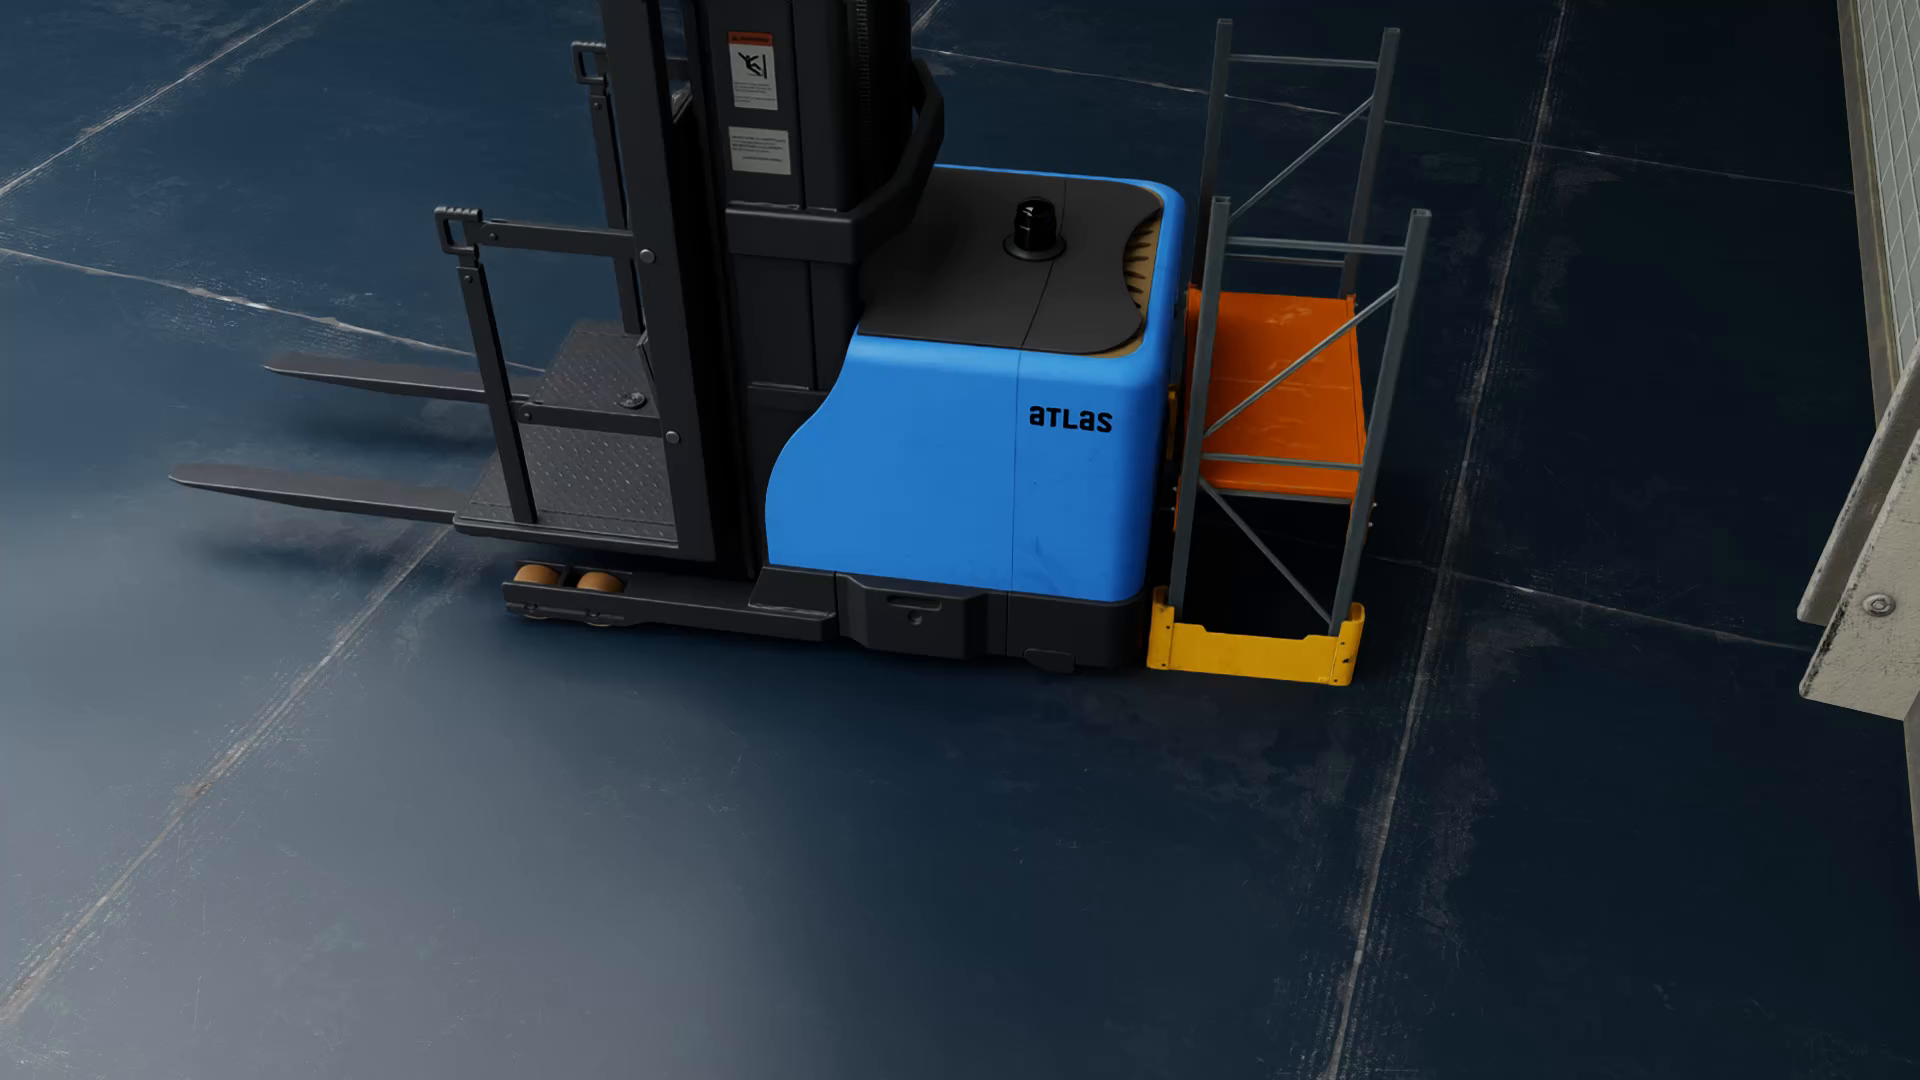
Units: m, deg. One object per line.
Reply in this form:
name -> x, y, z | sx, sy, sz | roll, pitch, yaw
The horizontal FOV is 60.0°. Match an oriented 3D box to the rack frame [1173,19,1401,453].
rack frame -> 0.966, -0.855, 5.097 | 0.500, 1.500, 0.032 | 5, 41, 6

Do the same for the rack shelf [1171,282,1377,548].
rack shelf -> 0.900, -0.391, 4.830 | 0.538, 0.185, 1.000 | 5, 41, 6

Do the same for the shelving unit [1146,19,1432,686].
shelving unit -> 0.899, -0.522, 4.707 | 0.587, 1.500, 1.083 | 5, 41, 6

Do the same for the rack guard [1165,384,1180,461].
rack guard -> 0.964, -0.367, 5.488 | 0.587, 0.250, 0.087 | 5, 41, 6

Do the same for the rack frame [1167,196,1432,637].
rack frame -> 0.835, -0.201, 4.330 | 0.500, 1.500, 0.032 | 5, 41, 6

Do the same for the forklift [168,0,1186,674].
forklift -> -0.899, -1.187, 4.384 | 3.031, 2.935, 1.130 | 6, 41, 7

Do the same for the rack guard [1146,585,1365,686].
rack guard -> 0.835, 0.274, 4.737 | 0.587, 0.250, 0.087 | 5, 41, 6
